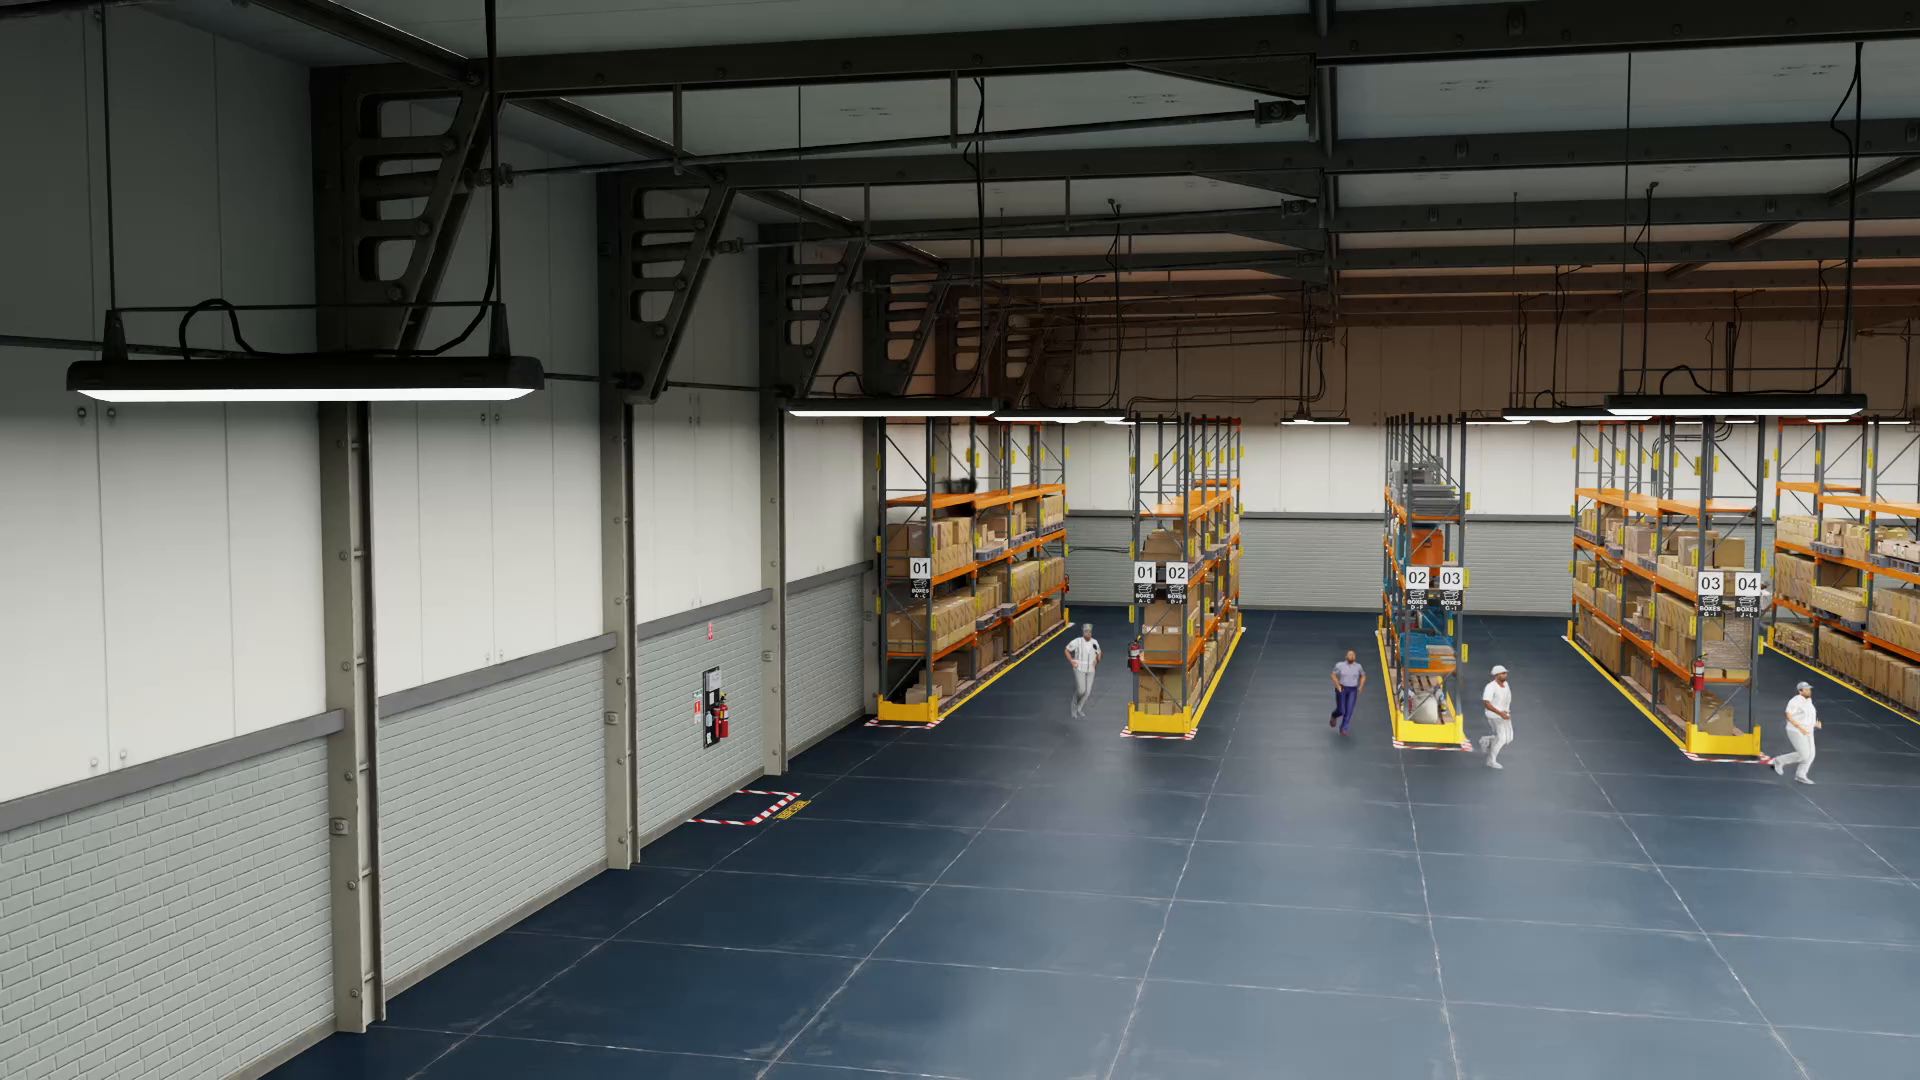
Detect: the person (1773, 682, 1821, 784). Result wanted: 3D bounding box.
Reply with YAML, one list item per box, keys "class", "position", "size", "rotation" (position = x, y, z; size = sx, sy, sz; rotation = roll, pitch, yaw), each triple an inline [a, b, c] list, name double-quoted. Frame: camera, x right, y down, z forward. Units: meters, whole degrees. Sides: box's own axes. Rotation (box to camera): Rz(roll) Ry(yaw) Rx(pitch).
- class: "person"
  position: [13.575, 3.099, 26.921]
  size: [0.604, 1.646, 0.605]
  rotation: [-3, 5, -37]

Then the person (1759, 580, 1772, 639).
- class: "person"
  position: [21.389, 1.871, 44.523]
  size: [0.875, 1.647, 0.638]
  rotation: [0, 4, 4]

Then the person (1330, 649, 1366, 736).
- class: "person"
  position: [7.273, 2.836, 31.082]
  size: [0.635, 1.587, 0.617]
  rotation: [0, 4, 1]

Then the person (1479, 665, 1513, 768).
- class: "person"
  position: [9.074, 2.968, 28.097]
  size: [0.731, 1.729, 0.651]
  rotation: [-4, 5, -42]

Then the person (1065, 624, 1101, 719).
- class: "person"
  position: [2.359, 2.471, 31.316]
  size: [0.695, 1.806, 0.508]
  rotation: [-1, 4, -18]
